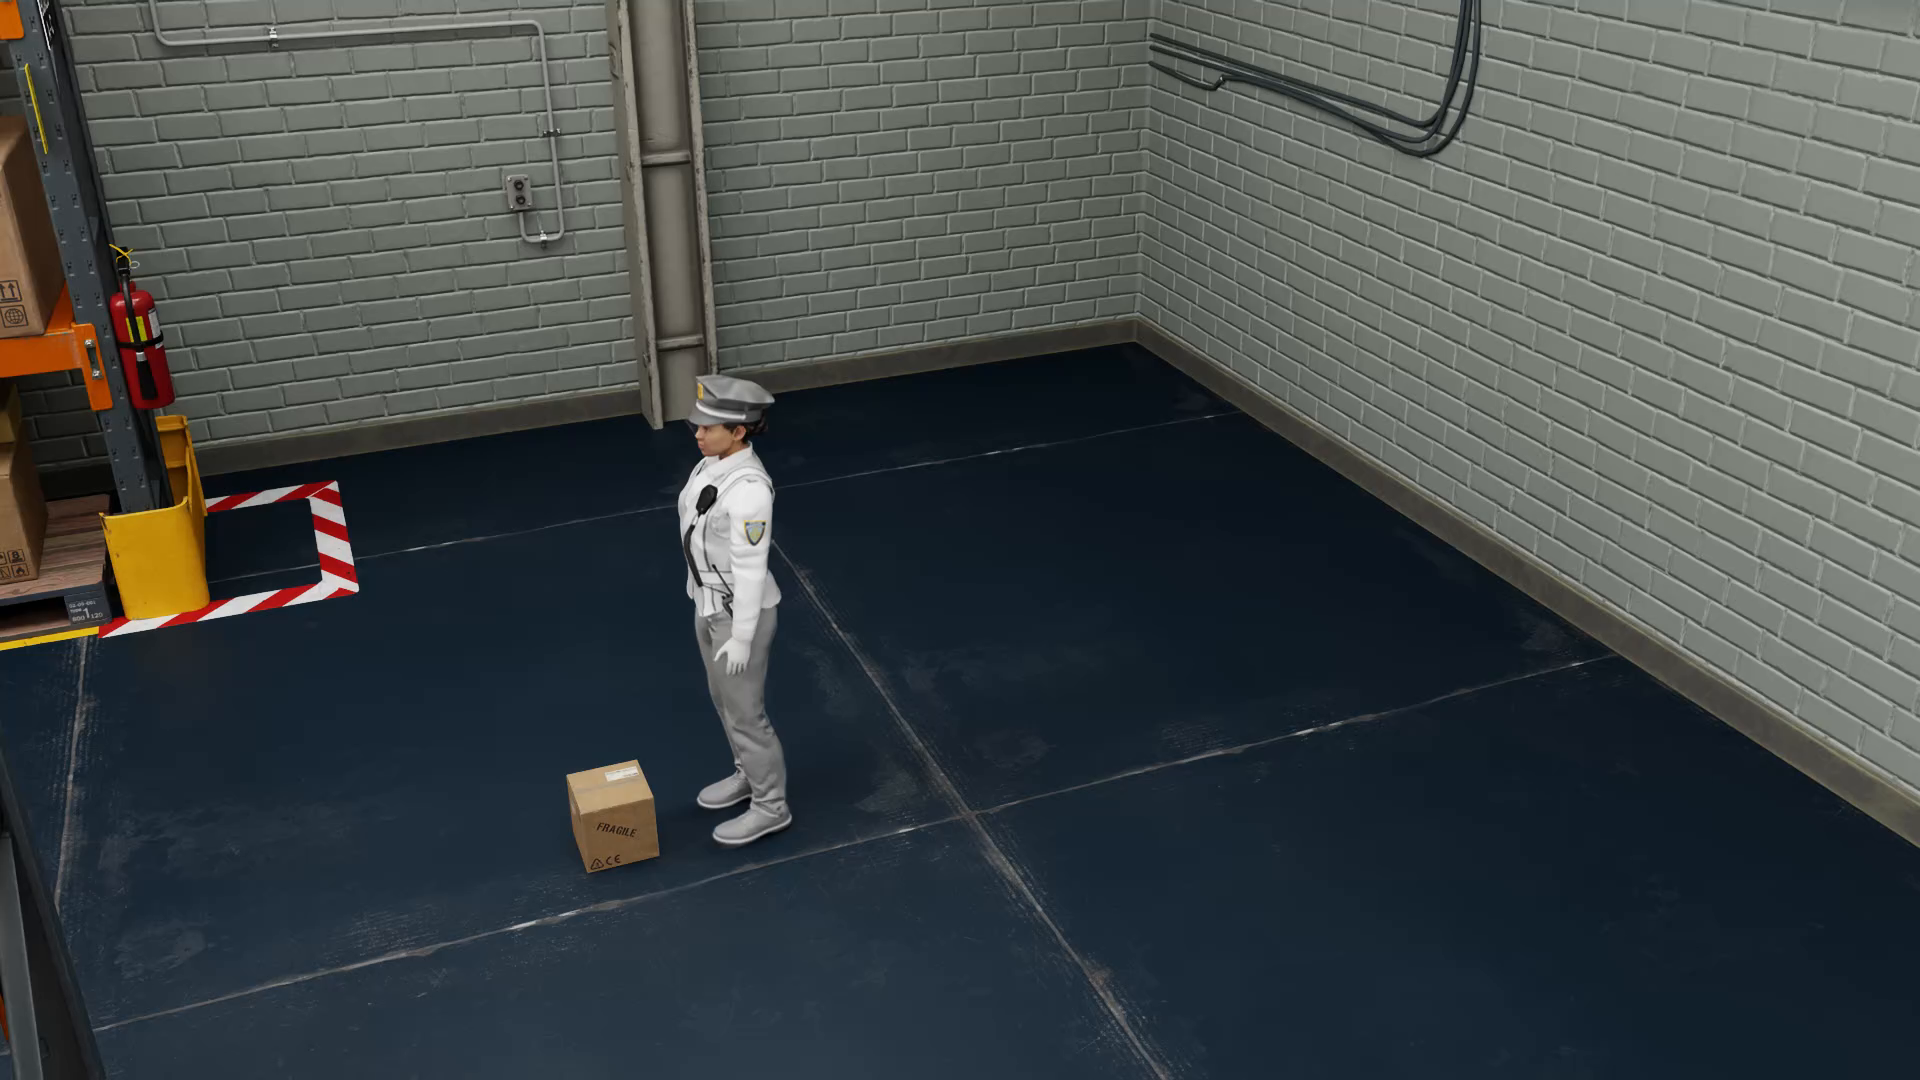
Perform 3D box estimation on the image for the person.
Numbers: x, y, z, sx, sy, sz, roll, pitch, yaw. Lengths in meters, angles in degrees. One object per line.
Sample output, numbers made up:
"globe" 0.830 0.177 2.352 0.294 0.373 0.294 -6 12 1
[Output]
"person" -0.765 0.240 5.604 0.345 1.681 0.469 -10 28 -19
